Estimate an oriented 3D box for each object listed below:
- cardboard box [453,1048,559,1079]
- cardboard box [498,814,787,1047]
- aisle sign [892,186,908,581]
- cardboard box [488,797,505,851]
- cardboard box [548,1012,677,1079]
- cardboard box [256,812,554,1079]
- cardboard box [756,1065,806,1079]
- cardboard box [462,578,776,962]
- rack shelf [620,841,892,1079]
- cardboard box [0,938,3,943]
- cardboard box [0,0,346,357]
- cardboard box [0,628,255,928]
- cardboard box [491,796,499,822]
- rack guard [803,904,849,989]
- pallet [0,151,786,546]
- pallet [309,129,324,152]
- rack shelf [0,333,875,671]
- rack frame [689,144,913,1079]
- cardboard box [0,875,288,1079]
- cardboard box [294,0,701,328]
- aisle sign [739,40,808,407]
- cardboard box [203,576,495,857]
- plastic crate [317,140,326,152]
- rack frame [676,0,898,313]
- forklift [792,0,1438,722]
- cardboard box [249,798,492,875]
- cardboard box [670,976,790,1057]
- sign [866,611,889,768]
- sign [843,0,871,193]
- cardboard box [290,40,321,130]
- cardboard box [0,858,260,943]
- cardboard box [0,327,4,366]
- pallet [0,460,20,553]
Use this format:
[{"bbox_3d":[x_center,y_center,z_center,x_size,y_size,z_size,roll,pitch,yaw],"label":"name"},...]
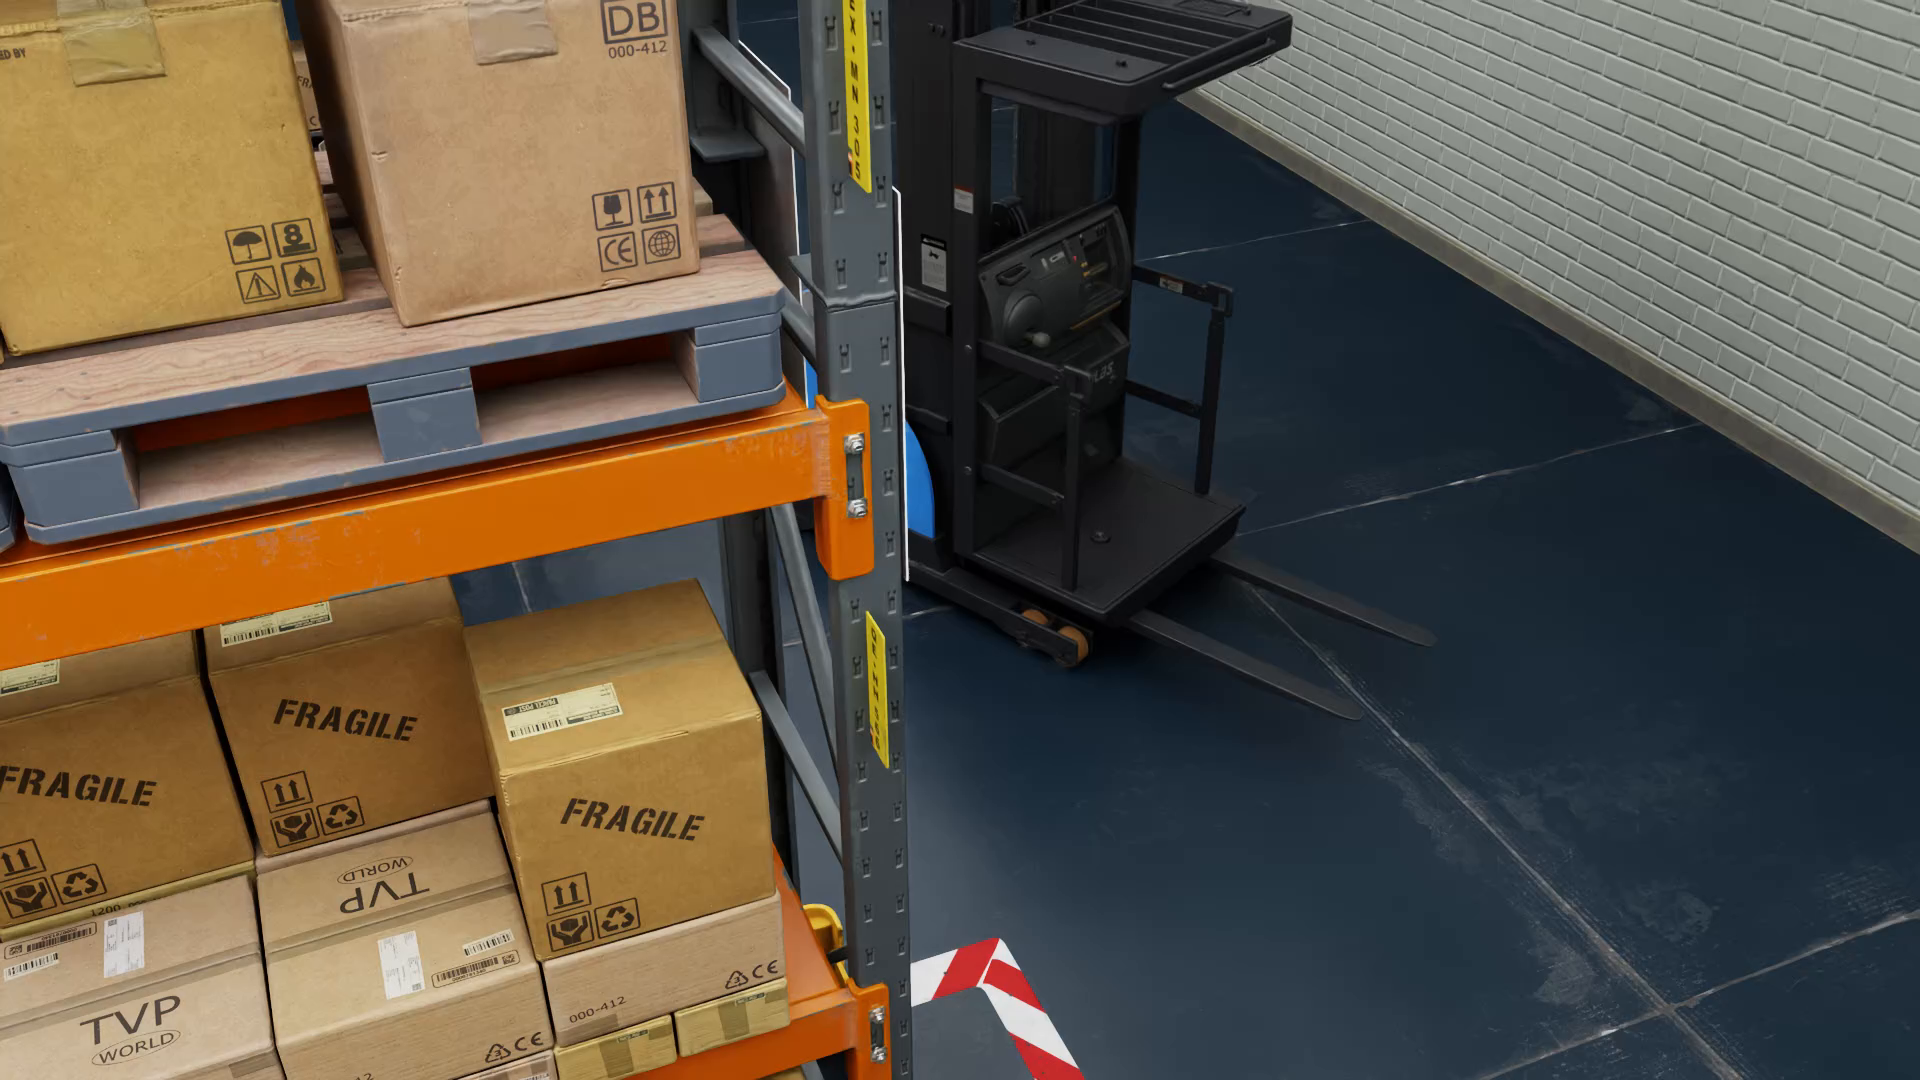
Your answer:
[{"bbox_3d":[-1.033,1.059,3.602,0.250,0.149,0.380,-13,35,-19],"label":"cardboard box"},{"bbox_3d":[-0.704,0.778,3.668,0.500,0.250,0.500,-13,35,-20],"label":"cardboard box"},{"bbox_3d":[-0.178,-0.349,3.153,0.004,0.787,0.394,-13,35,-19],"label":"aisle sign"},{"bbox_3d":[-1.051,0.674,4.194,0.250,0.149,0.380,-13,35,-20],"label":"cardboard box"},{"bbox_3d":[-0.800,1.006,3.683,0.250,0.149,0.380,-13,35,-18],"label":"cardboard box"},{"bbox_3d":[-1.172,0.885,3.504,0.500,0.250,0.500,-14,35,-20],"label":"cardboard box"},{"bbox_3d":[-0.919,1.494,4.266,0.875,0.875,0.875,-13,35,-19],"label":"cardboard box"},{"bbox_3d":[-0.708,0.463,3.465,0.500,0.500,0.500,-12,35,-18],"label":"cardboard box"},{"bbox_3d":[-2.204,1.328,3.618,4.000,0.370,1.077,-13,35,-19],"label":"rack shelf"},{"bbox_3d":[-2.328,0.838,3.576,0.500,0.250,0.500,-14,35,-20],"label":"cardboard box"},{"bbox_3d":[-1.385,-0.718,2.784,0.500,0.500,0.700,-14,36,-21],"label":"cardboard box"},{"bbox_3d":[-1.844,0.412,3.544,0.500,0.500,0.500,-14,36,-20],"label":"cardboard box"},{"bbox_3d":[-0.907,0.508,4.083,0.500,0.250,0.500,-14,36,-20],"label":"cardboard box"},{"bbox_3d":[-0.338,1.647,4.760,0.348,0.500,1.175,-13,35,-19],"label":"rack guard"},{"bbox_3d":[-1.040,-0.454,3.028,1.213,0.211,1.003,-13,35,-19],"label":"pallet"},{"bbox_3d":[-4.997,-3.024,12.204,1.213,0.211,1.003,-13,35,-19],"label":"pallet"},{"bbox_3d":[-2.204,0.071,2.800,4.000,0.370,1.077,-13,35,-19],"label":"rack shelf"},{"bbox_3d":[-0.360,0.605,4.070,0.127,3.000,1.000,-13,35,-19],"label":"rack frame"},{"bbox_3d":[-1.641,0.993,3.338,0.500,0.250,0.500,-14,36,-21],"label":"cardboard box"},{"bbox_3d":[-0.819,-0.776,2.873,0.500,0.500,0.700,-15,36,-22],"label":"cardboard box"},{"bbox_3d":[-0.410,-0.651,3.617,0.004,0.787,0.394,-13,35,-19],"label":"aisle sign"},{"bbox_3d":[-1.368,0.300,3.716,0.500,0.500,0.500,-14,35,-20],"label":"cardboard box"},{"bbox_3d":[-2.961,-1.888,8.088,0.298,0.136,0.250,-13,35,-19],"label":"plastic crate"},{"bbox_3d":[-0.360,-1.910,2.434,0.127,3.000,1.000,-13,35,-19],"label":"rack frame"},{"bbox_3d":[0.557,-1.026,6.640,3.031,2.935,1.130,24,40,33],"label":"forklift"},{"bbox_3d":[-1.384,0.621,3.909,0.500,0.250,0.500,-13,35,-20],"label":"cardboard box"},{"bbox_3d":[-0.561,0.951,3.769,0.250,0.149,0.380,-12,35,-18],"label":"cardboard box"},{"bbox_3d":[-0.163,0.296,3.266,0.005,0.325,0.100,-13,35,-19],"label":"sign"},{"bbox_3d":[-0.163,-0.715,2.609,0.005,0.325,0.100,-13,35,-19],"label":"sign"},{"bbox_3d":[-4.598,-3.276,11.923,0.500,0.500,0.500,-13,35,-19],"label":"cardboard box"},{"bbox_3d":[-1.849,0.726,3.749,0.500,0.250,0.500,-14,36,-21],"label":"cardboard box"},{"bbox_3d":[-1.843,-0.584,2.579,0.500,0.500,0.700,-15,36,-22],"label":"cardboard box"},{"bbox_3d":[-2.167,-0.194,2.629,1.213,0.211,1.003,-13,35,-19],"label":"pallet"}]
